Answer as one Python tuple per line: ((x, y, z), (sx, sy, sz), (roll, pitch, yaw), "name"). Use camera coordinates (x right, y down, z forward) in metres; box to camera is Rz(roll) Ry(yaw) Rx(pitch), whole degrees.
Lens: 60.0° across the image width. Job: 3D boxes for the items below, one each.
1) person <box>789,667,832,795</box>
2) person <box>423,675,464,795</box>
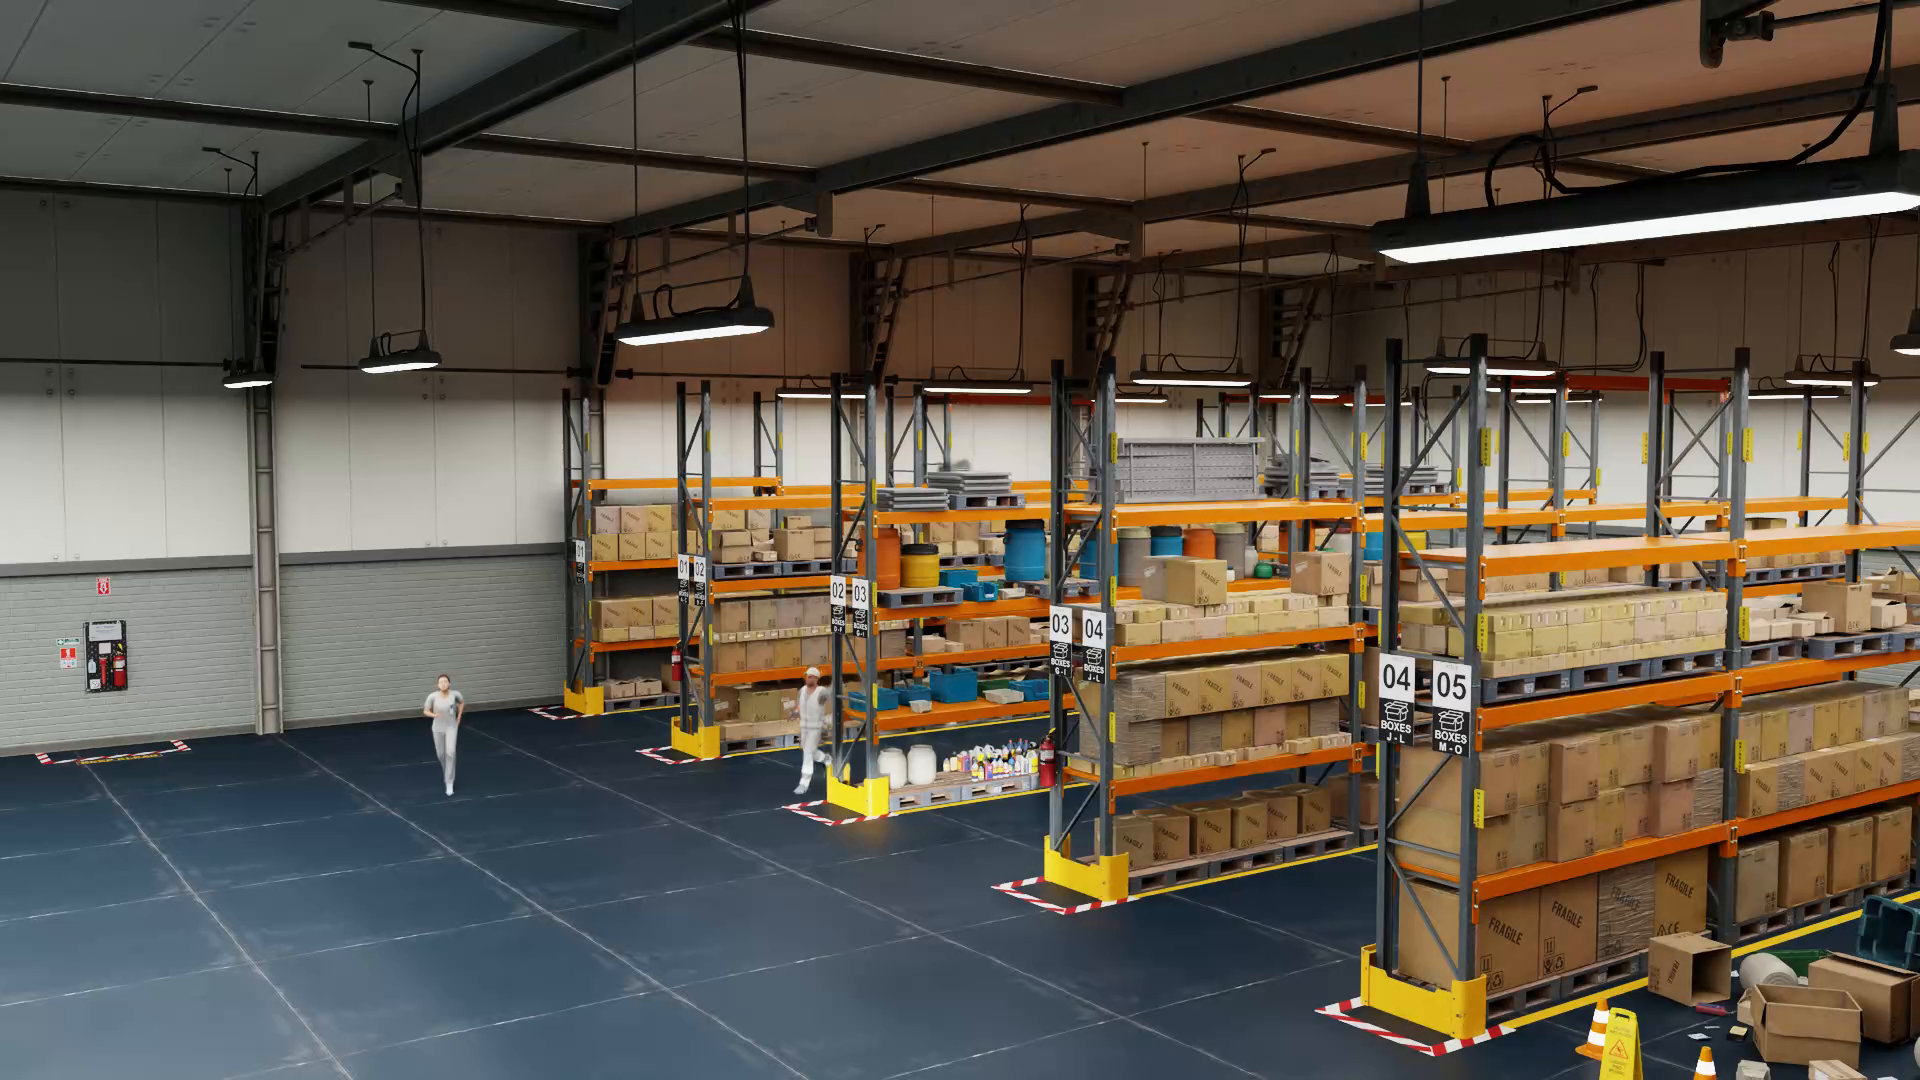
((-2.100, 2.737, 24.134), (0.657, 1.796, 0.944), (3, 5, 37), "person")
((-7.498, 2.792, 24.168), (0.535, 1.711, 0.996), (-1, 4, -10), "person")
